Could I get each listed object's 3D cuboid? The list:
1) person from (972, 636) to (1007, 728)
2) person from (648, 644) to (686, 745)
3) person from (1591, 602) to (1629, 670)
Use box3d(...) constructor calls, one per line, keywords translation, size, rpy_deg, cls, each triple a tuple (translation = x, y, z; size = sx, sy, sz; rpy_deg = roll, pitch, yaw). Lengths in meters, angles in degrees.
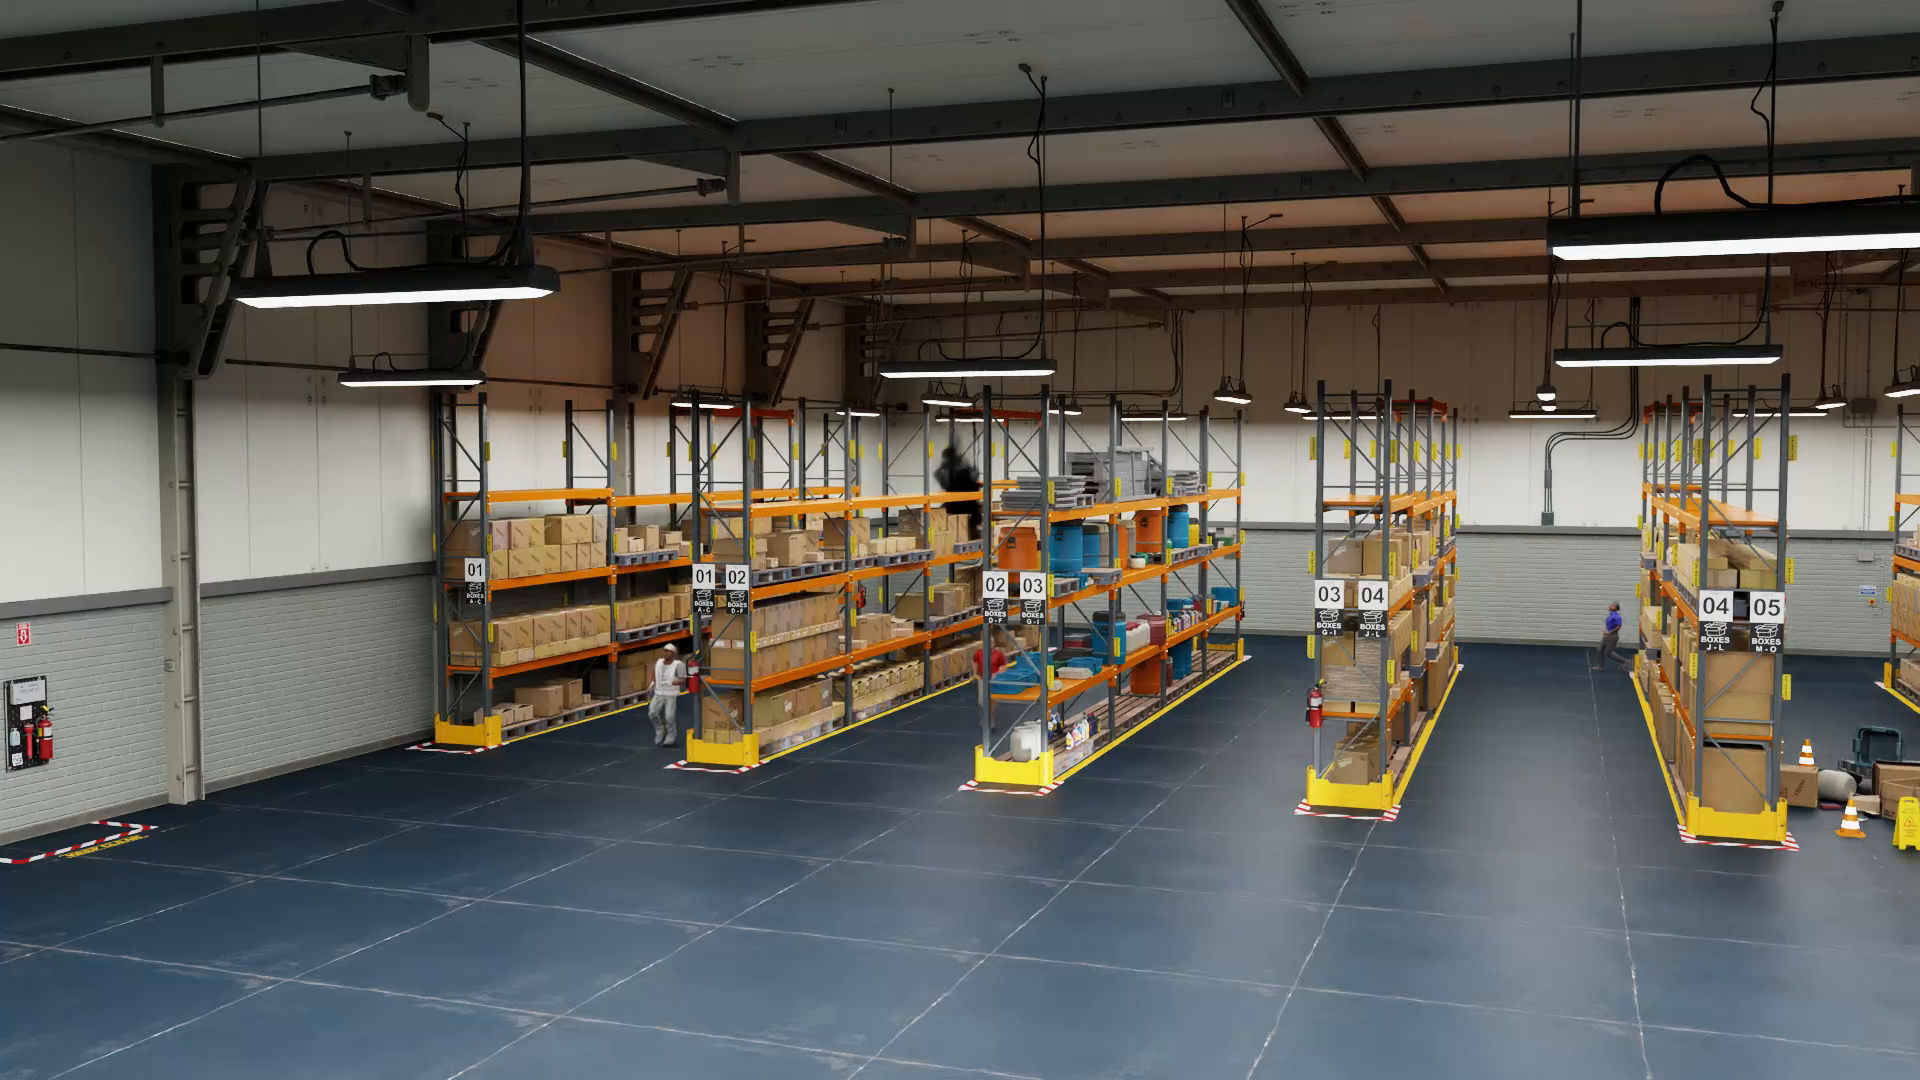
box3d(translation=(0.518, 2.562, 29.791), size=(0.638, 1.686, 0.741), rpy_deg=(0, 3, 4), cls="person")
box3d(translation=(-4.982, 2.620, 28.173), size=(0.696, 1.723, 0.627), rpy_deg=(1, 3, 12), cls="person")
box3d(translation=(14.790, 2.193, 37.817), size=(0.757, 1.594, 0.609), rpy_deg=(0, 3, 9), cls="person")
